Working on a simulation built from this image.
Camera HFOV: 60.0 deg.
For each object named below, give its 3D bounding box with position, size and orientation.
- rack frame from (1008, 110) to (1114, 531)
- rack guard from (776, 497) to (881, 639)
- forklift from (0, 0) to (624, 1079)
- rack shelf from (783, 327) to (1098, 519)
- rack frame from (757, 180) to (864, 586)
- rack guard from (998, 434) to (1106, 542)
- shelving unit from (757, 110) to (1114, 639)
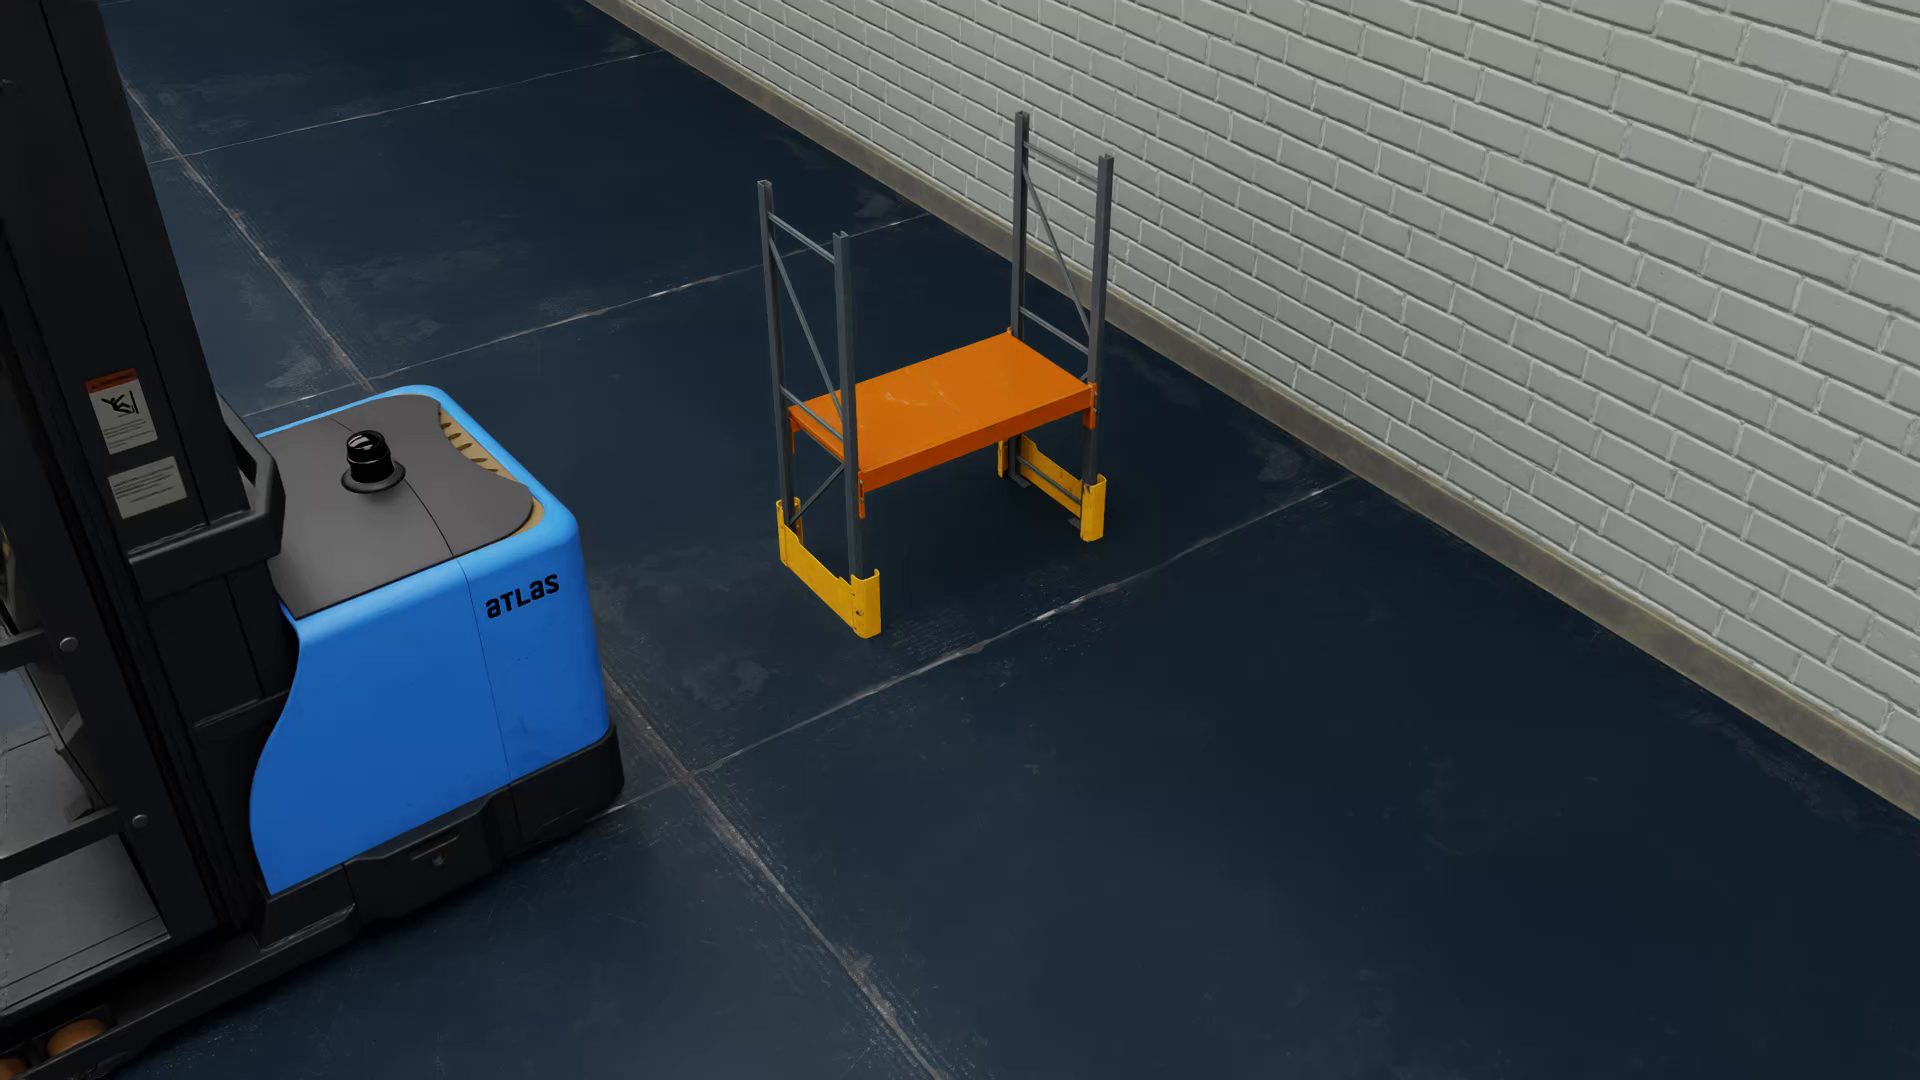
[{"bbox_3d":[0.346,-0.751,6.010,0.032,1.500,0.500,-22,41,-28],"label":"rack frame"},{"bbox_3d":[-0.469,0.092,5.908,0.087,0.250,0.587,-22,41,-28],"label":"rack guard"},{"bbox_3d":[-2.499,-0.065,3.830,3.031,2.935,1.130,-25,42,-30],"label":"forklift"},{"bbox_3d":[-0.070,-0.434,5.877,1.000,0.185,0.538,-22,41,-28],"label":"rack shelf"},{"bbox_3d":[-0.485,-0.409,5.534,0.032,1.500,0.500,-22,41,-28],"label":"rack frame"},{"bbox_3d":[0.345,-0.243,6.374,0.087,0.250,0.587,-22,41,-28],"label":"rack guard"},{"bbox_3d":[-0.062,-0.583,5.776,1.083,1.500,0.587,-22,41,-28],"label":"shelving unit"}]
